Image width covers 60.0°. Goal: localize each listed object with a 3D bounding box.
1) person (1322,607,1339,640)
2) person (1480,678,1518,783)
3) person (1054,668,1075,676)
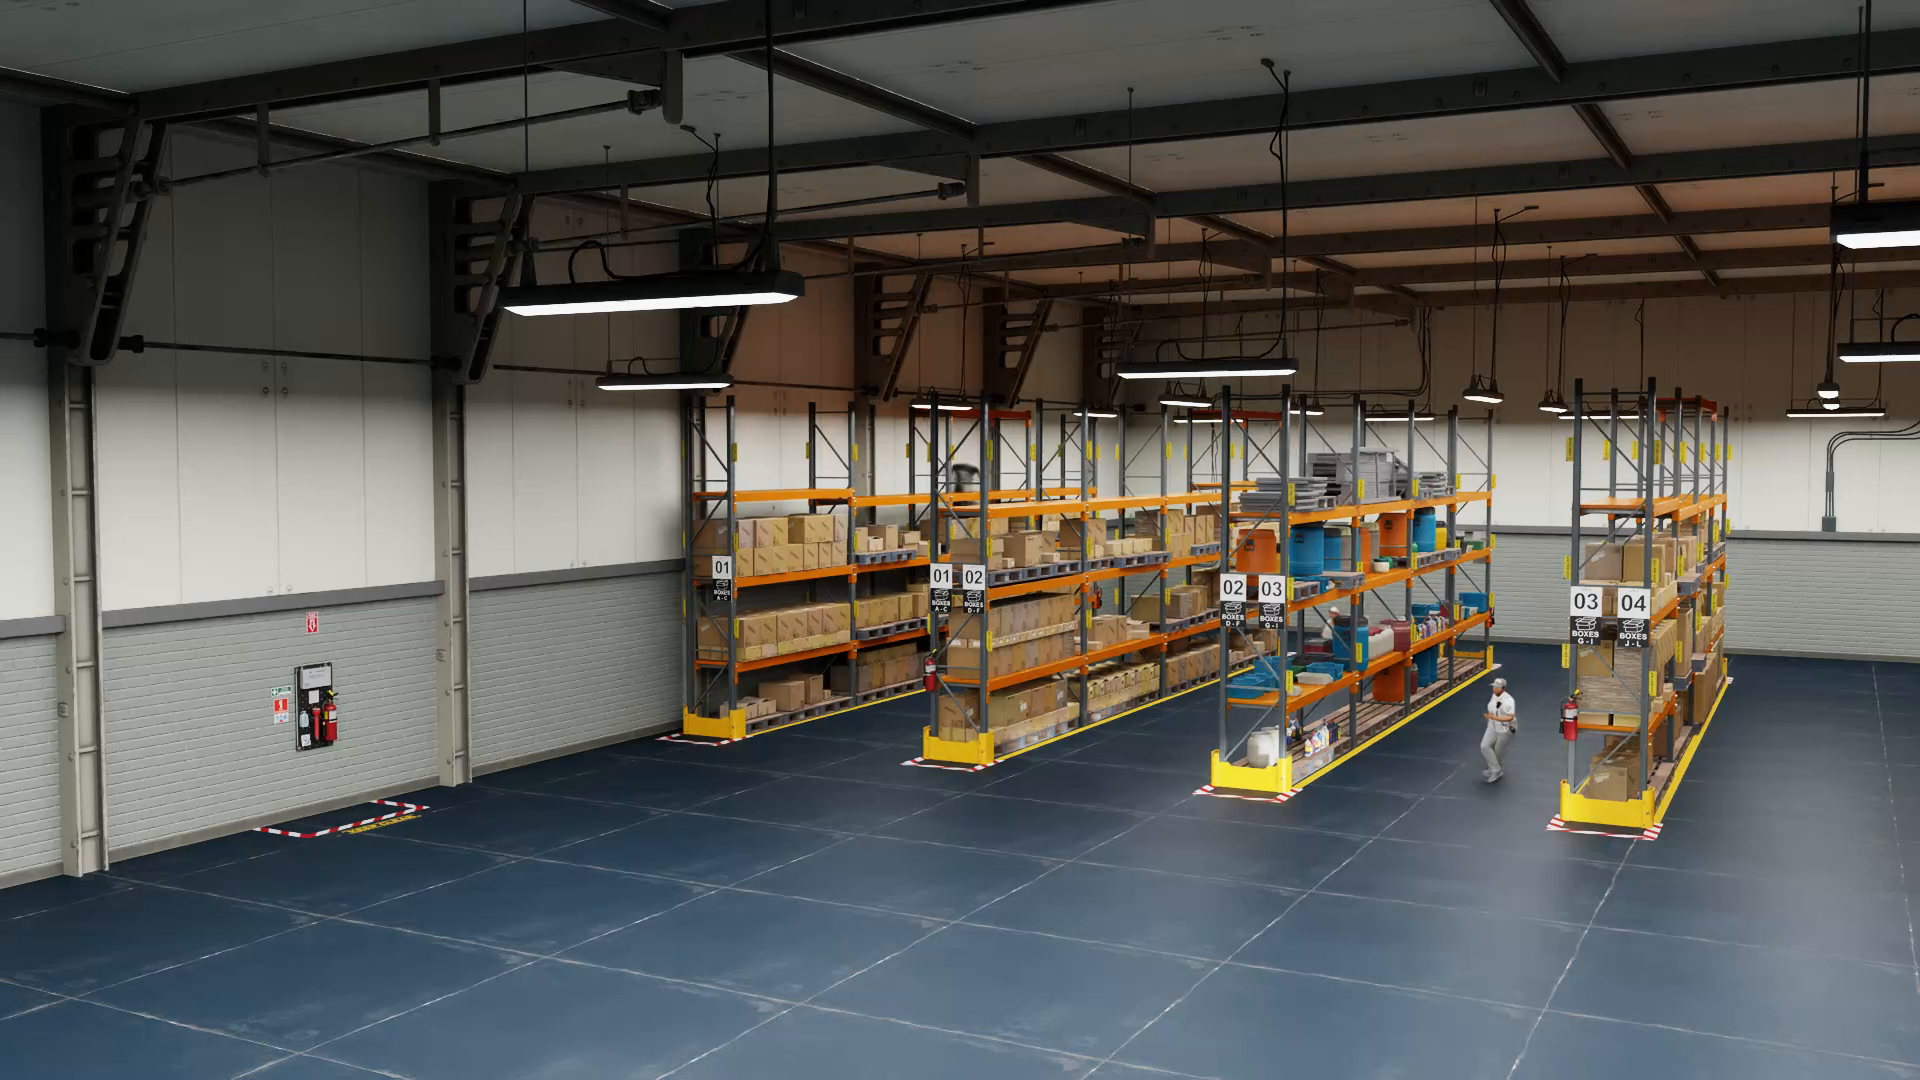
[{"bbox_3d":[7.810,2.284,34.973,0.650,1.742,0.590,2,4,37],"label":"person"},{"bbox_3d":[8.180,2.867,25.250,0.681,1.590,0.731,-2,4,-37],"label":"person"},{"bbox_3d":[2.125,2.349,34.556,0.746,1.709,0.774,0,3,-9],"label":"person"}]
